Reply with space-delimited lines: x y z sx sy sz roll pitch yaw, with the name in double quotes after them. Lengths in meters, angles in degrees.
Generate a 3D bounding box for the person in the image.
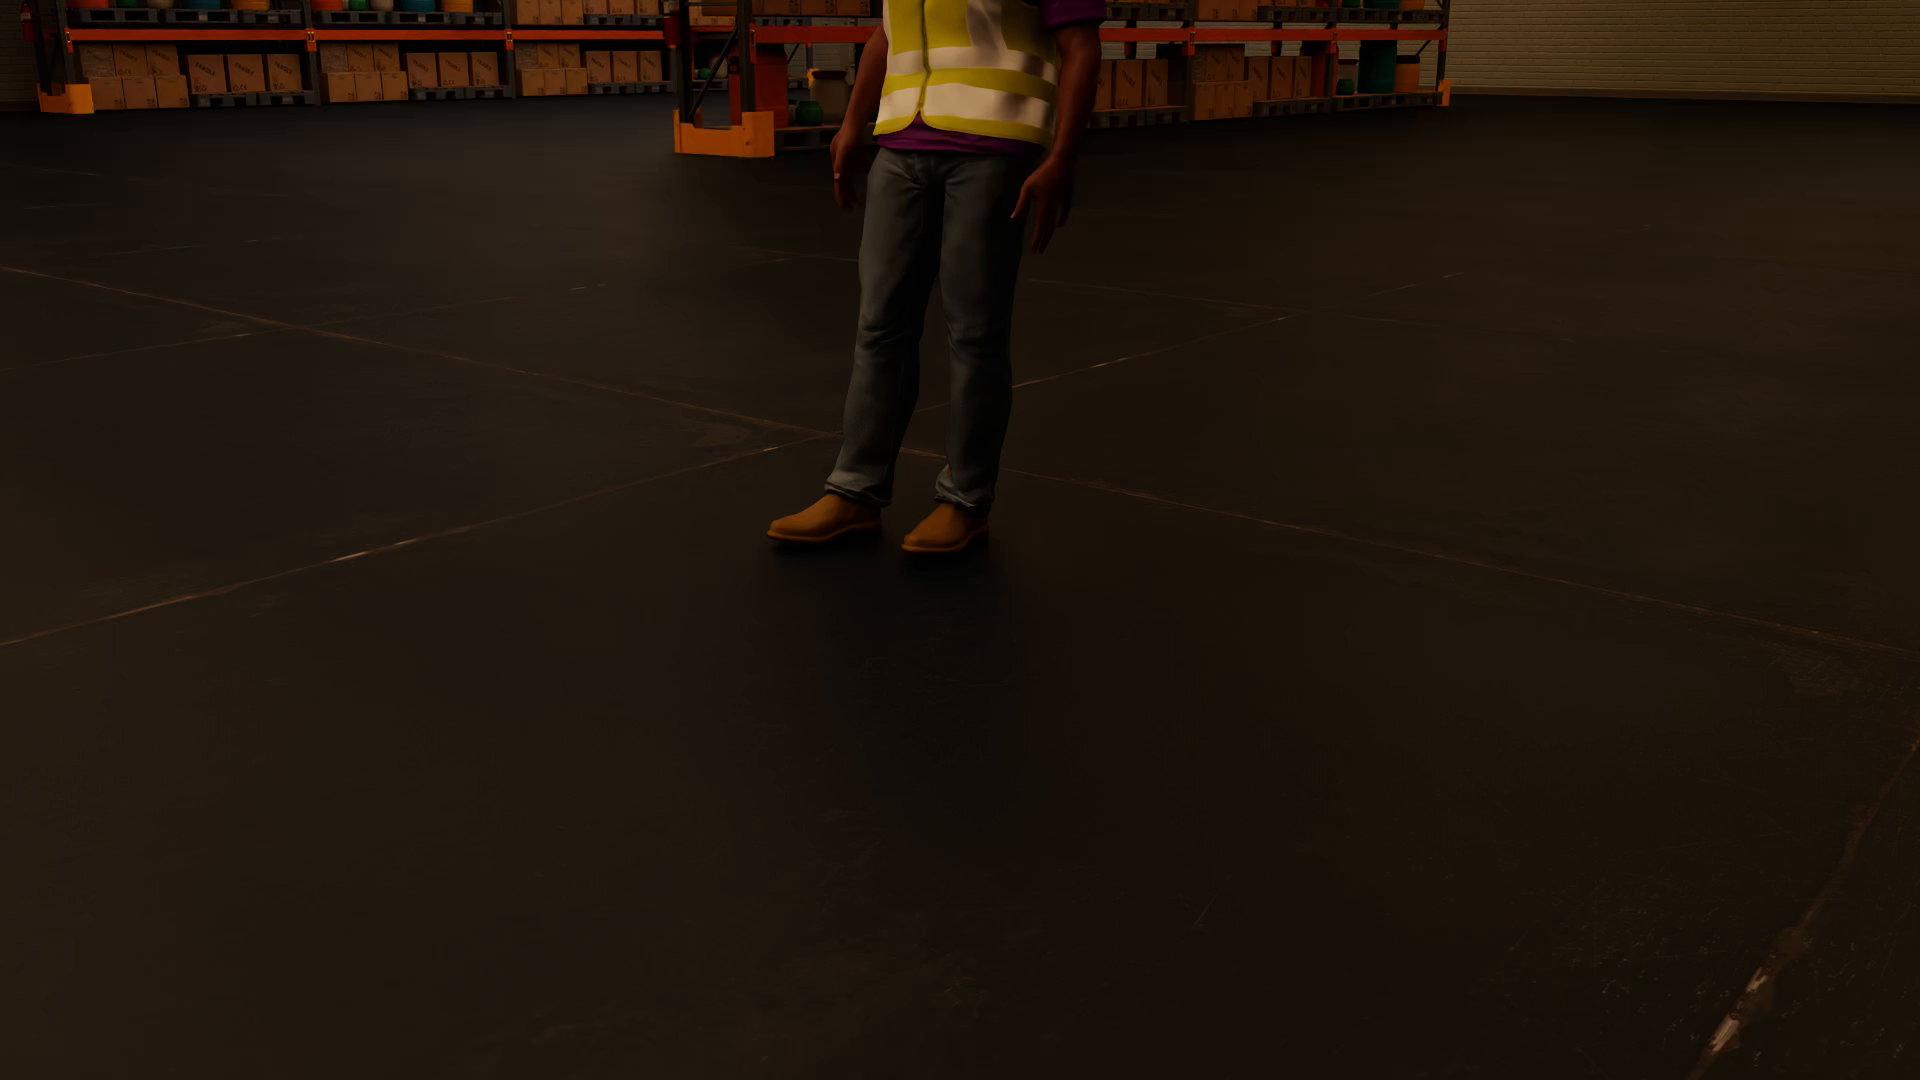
-0.049 -0.838 3.636 0.665 1.765 0.577 13 21 37 "person"
